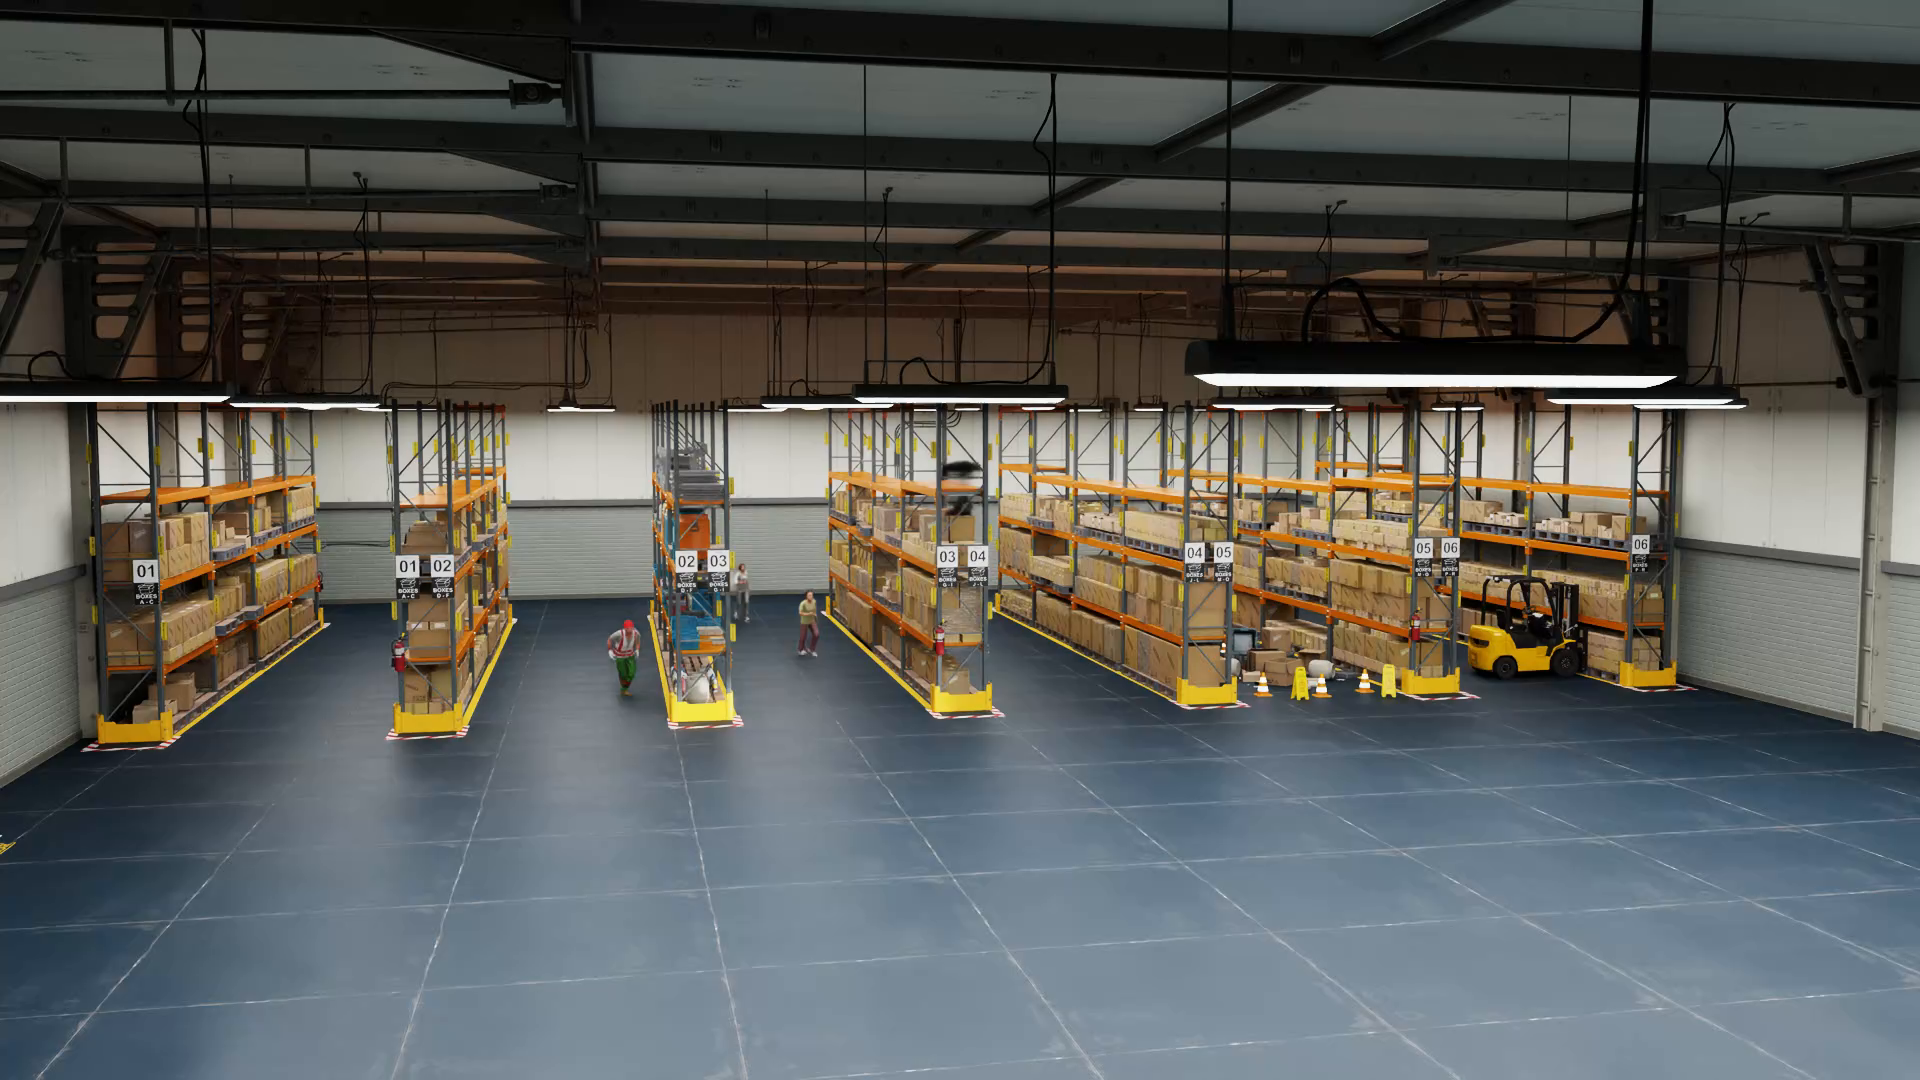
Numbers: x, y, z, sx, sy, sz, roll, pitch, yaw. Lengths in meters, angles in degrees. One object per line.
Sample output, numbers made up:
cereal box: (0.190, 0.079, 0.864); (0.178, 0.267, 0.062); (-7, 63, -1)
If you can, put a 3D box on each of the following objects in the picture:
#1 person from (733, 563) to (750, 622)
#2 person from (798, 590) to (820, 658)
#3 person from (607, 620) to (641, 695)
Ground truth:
person: (-6.039, 1.436, 45.963); (0.529, 1.609, 0.861); (-3, 5, -31)
person: (-3.589, 1.966, 39.262); (0.578, 1.612, 0.914); (-2, 5, -28)
person: (-6.845, 2.387, 33.863); (0.681, 1.585, 0.942); (-2, 5, -24)
